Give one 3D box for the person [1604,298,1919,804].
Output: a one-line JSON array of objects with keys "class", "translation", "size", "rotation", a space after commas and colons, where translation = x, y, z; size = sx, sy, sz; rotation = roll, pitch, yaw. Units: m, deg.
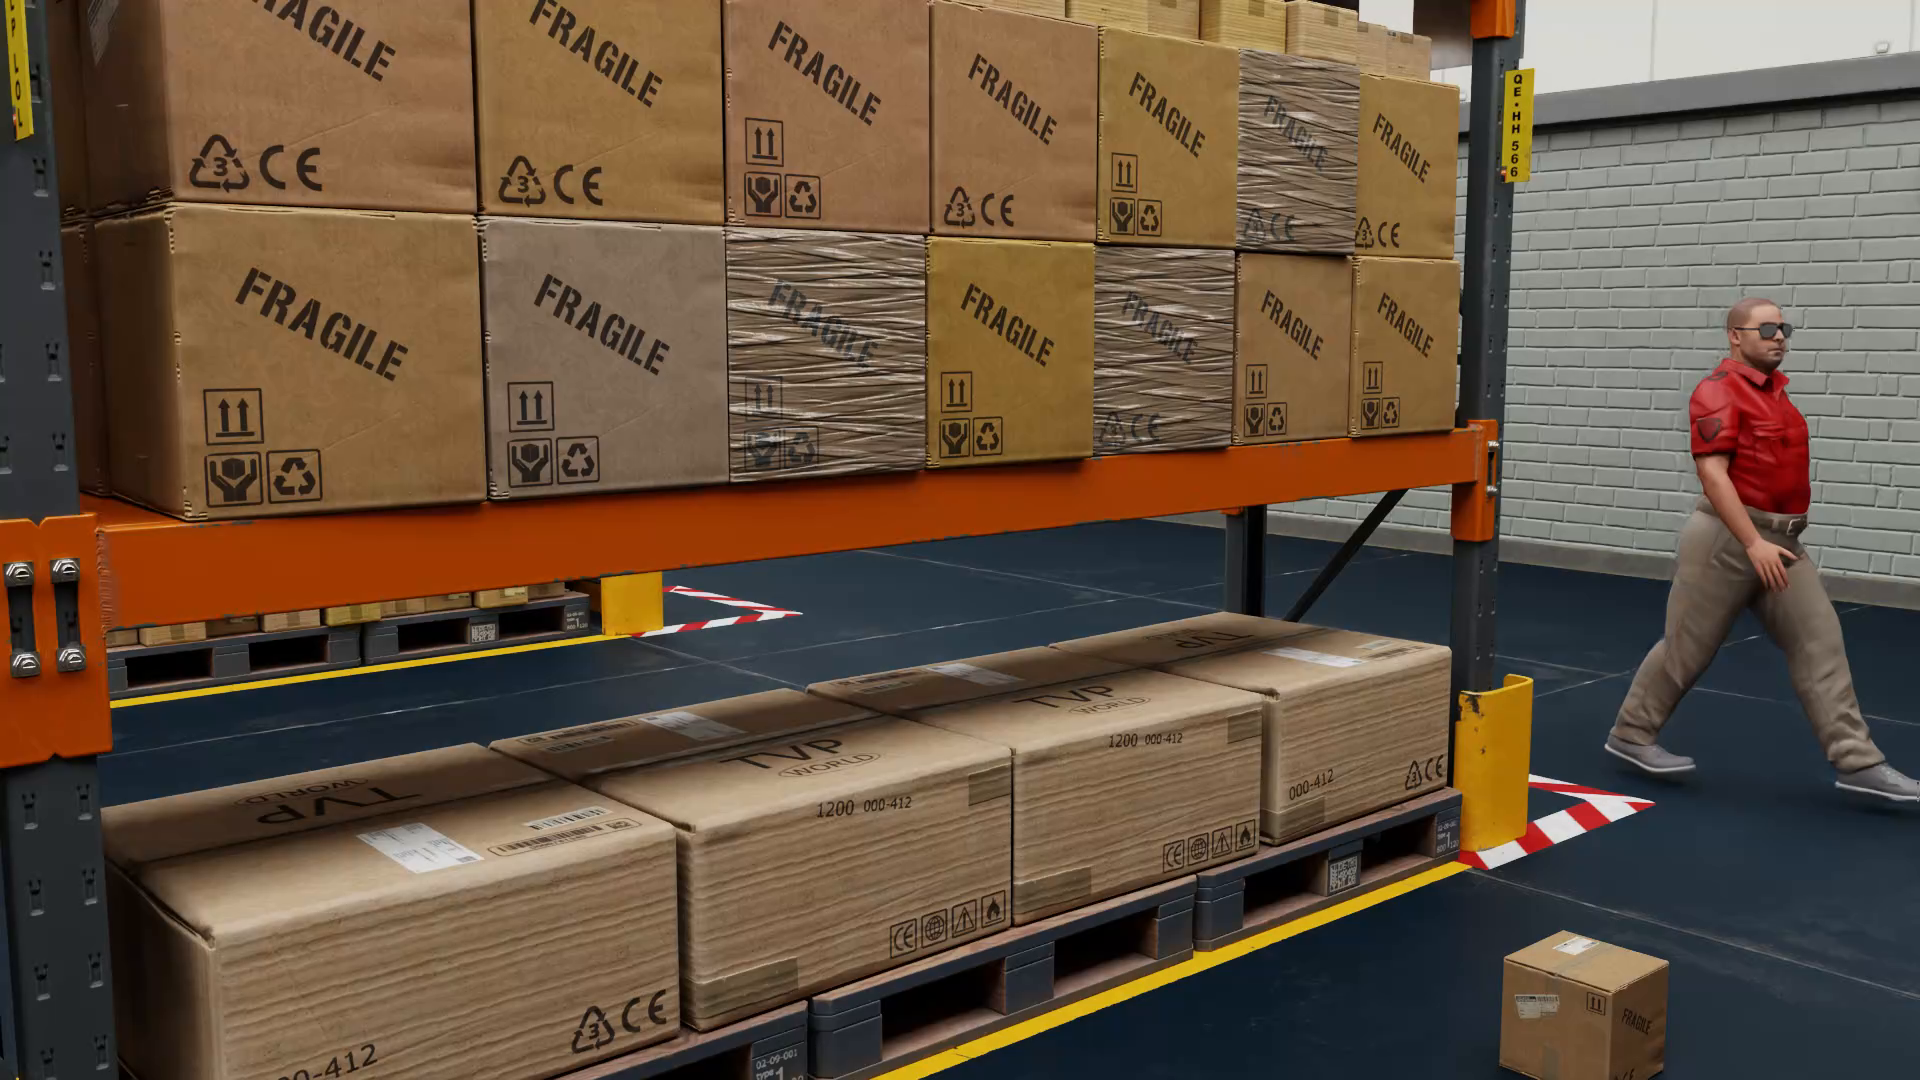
[{"class": "person", "translation": [2.725, 0.023, 5.594], "size": [0.575, 1.662, 1.025], "rotation": [-5, 9, -35]}]
